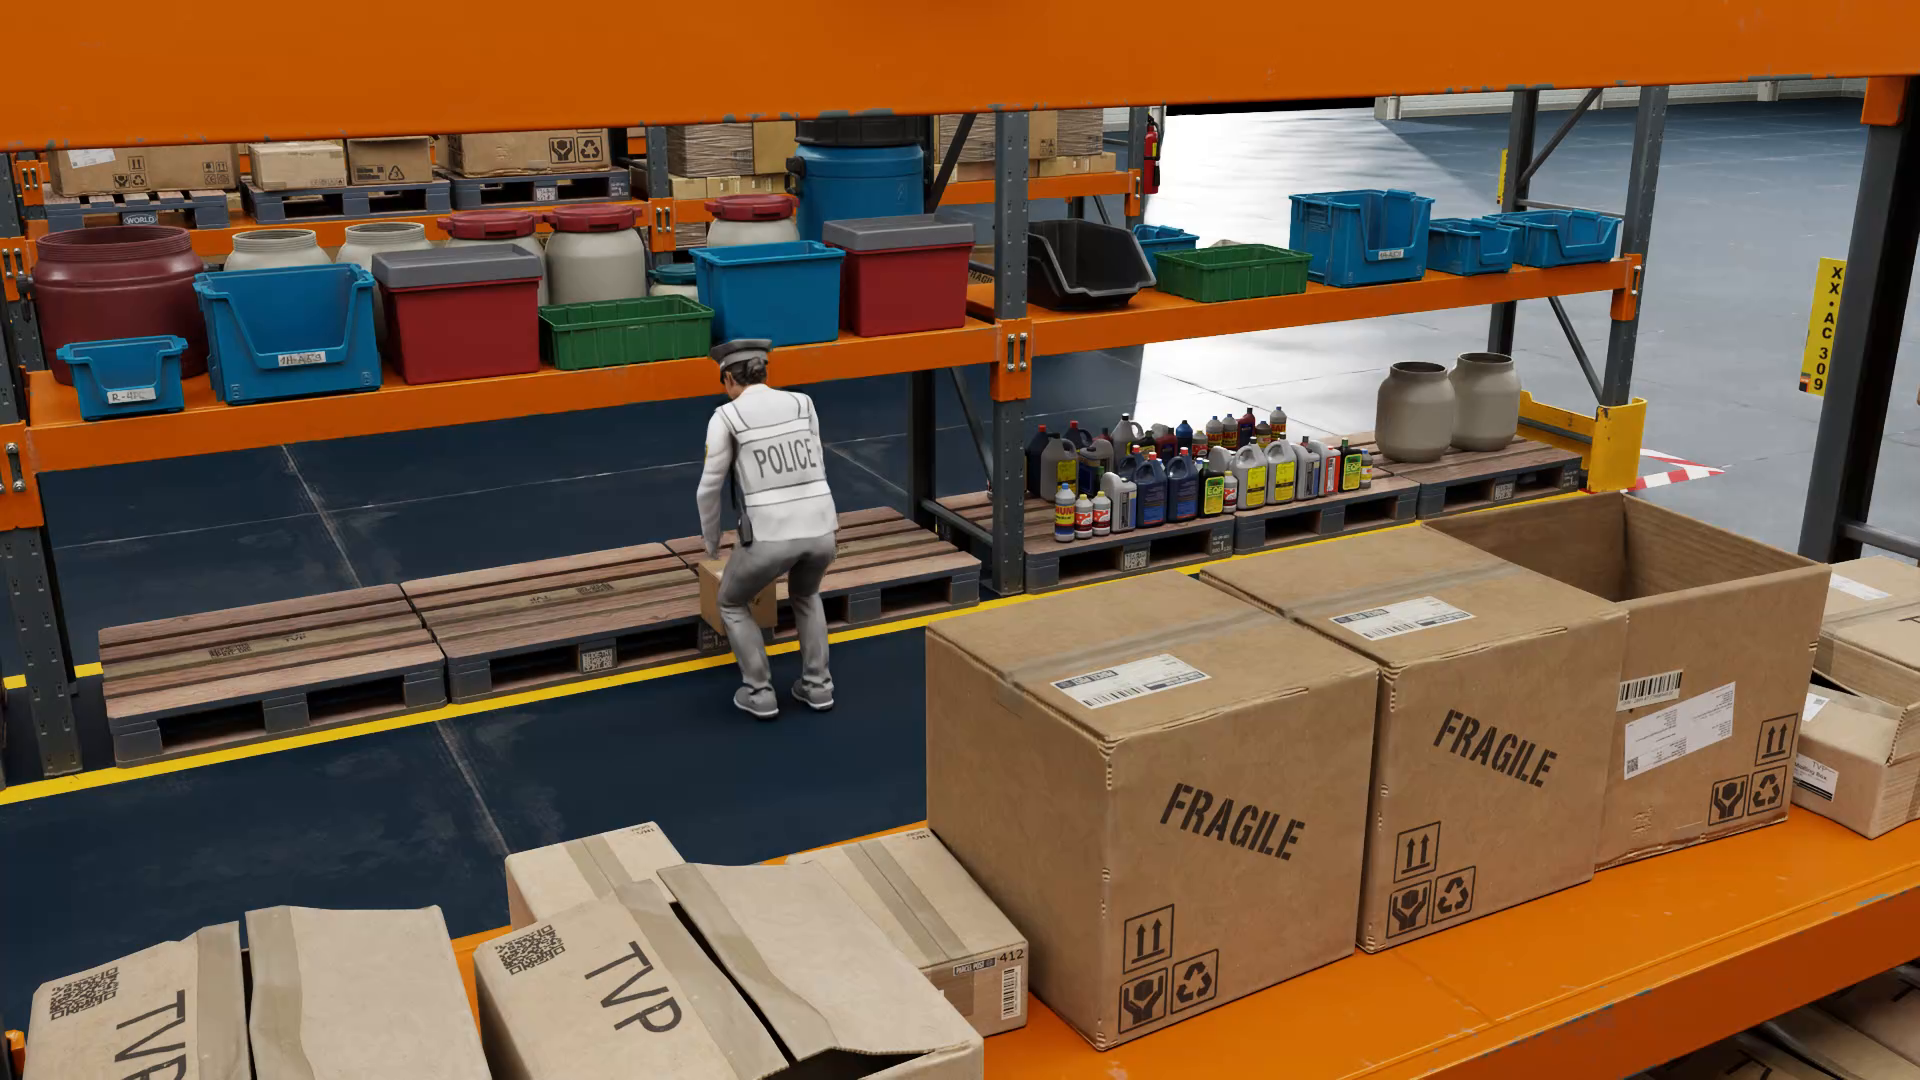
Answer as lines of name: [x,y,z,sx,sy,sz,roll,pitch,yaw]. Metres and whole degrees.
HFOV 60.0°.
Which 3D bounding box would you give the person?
person: [-0.745,-0.037,6.480,0.514,1.479,0.633,-10,21,-26]
